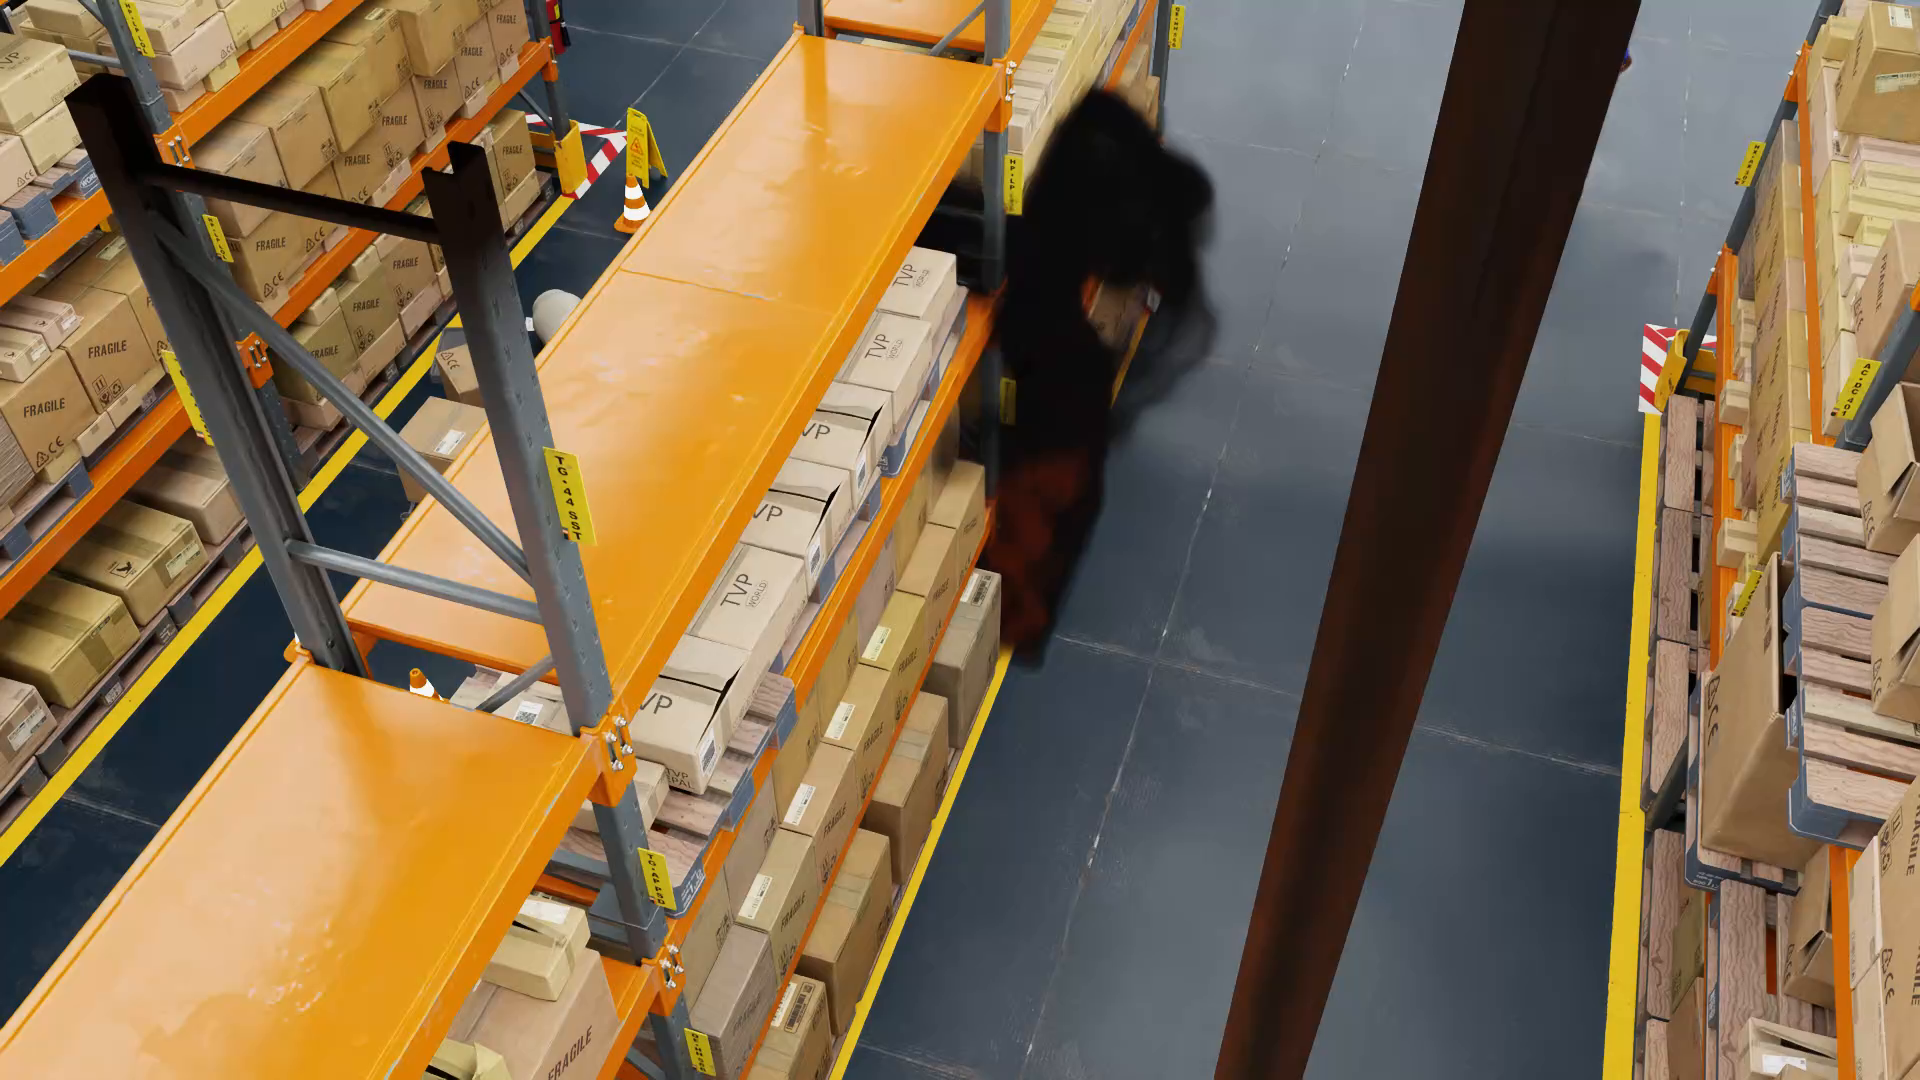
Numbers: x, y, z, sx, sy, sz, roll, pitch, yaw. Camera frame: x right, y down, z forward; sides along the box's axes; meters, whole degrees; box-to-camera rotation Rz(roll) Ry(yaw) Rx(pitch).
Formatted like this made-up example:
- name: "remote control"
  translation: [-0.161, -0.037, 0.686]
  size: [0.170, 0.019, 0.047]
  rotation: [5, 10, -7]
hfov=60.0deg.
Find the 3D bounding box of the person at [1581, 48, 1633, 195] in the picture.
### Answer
- name: "person"
  translation: [4.982, -3.598, 13.505]
  size: [0.547, 1.620, 0.643]
  rotation: [-34, 55, -29]
